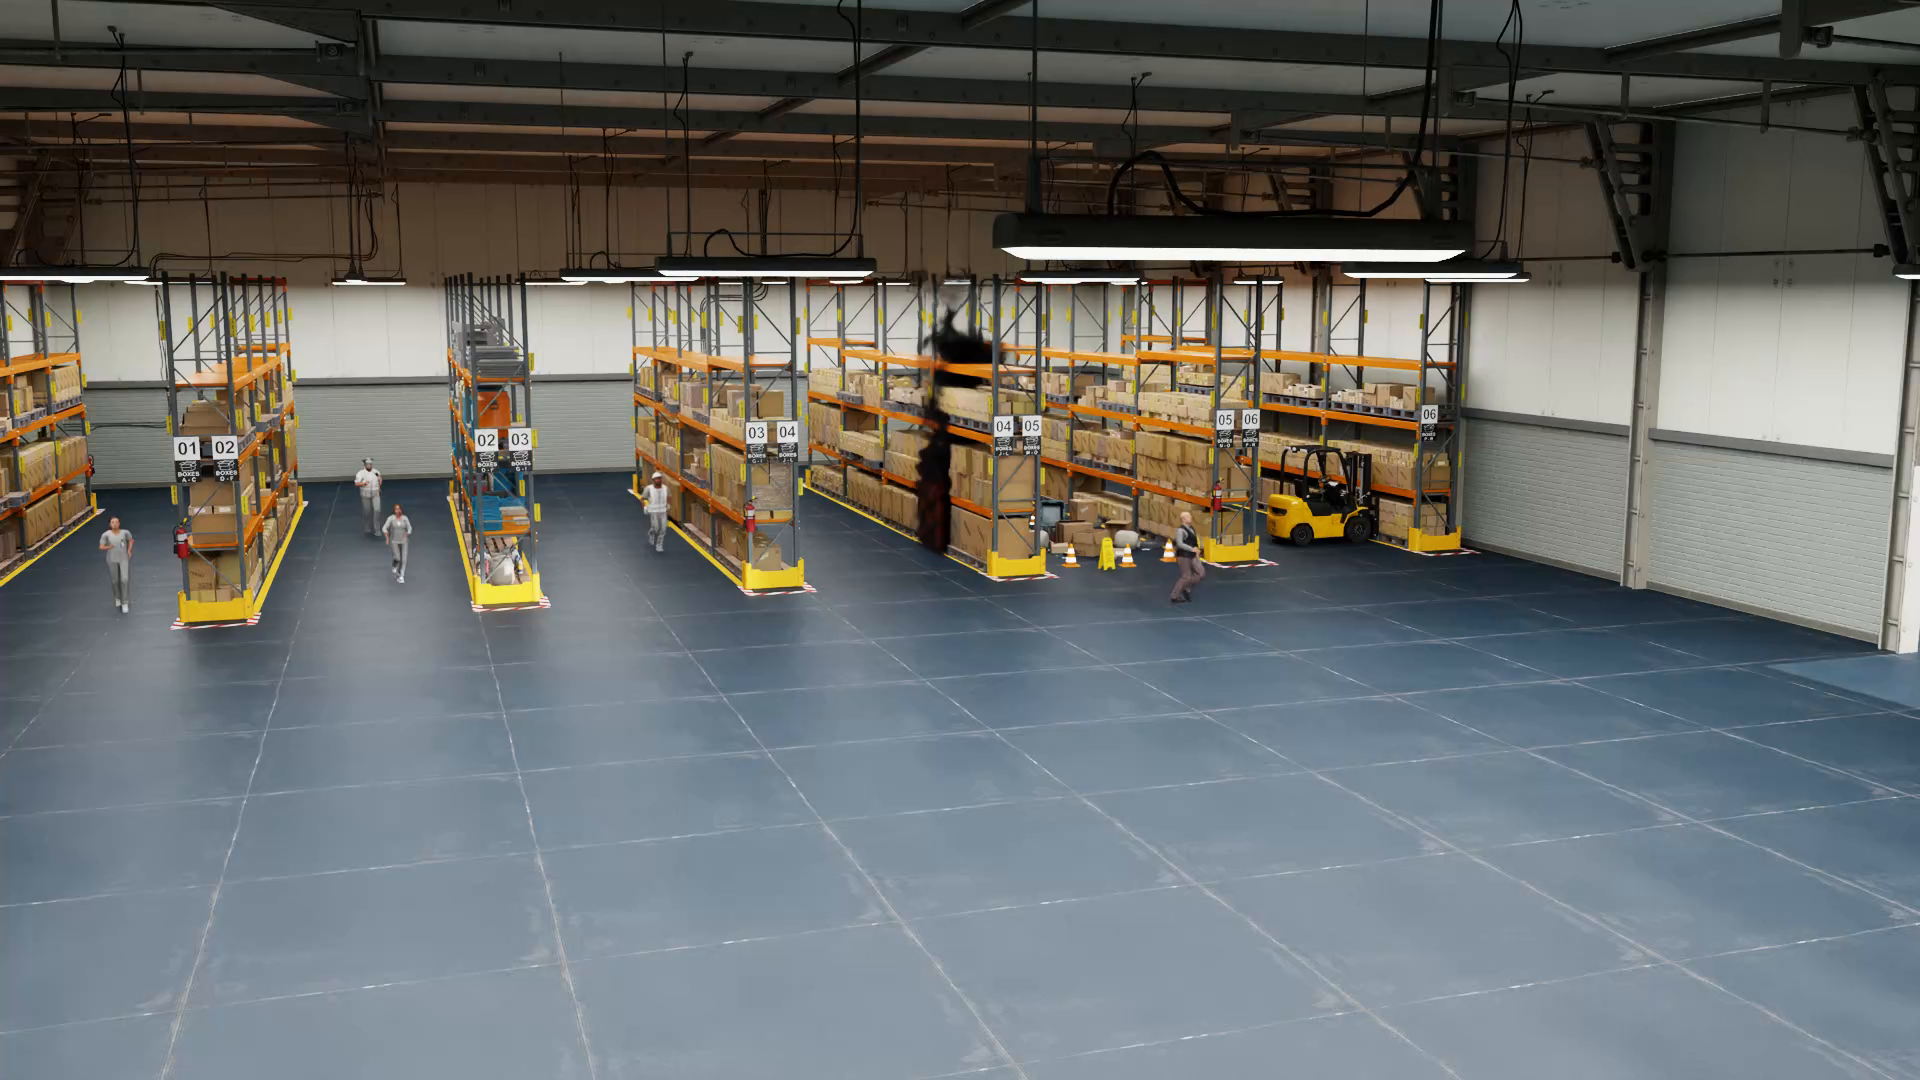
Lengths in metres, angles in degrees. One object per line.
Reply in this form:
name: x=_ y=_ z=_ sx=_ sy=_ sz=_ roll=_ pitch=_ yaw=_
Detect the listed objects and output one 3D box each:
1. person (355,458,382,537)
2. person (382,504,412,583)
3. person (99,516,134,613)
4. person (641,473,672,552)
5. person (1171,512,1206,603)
person: x=-13.786 y=-1.016 z=38.858 sx=0.647 sy=1.821 sz=0.823 roll=-5 pitch=10 yaw=-29
person: x=-10.962 y=0.070 z=32.491 sx=0.534 sy=1.556 sz=0.537 roll=-5 pitch=10 yaw=-28
person: x=-15.025 y=0.404 z=29.666 sx=0.559 sy=1.682 sz=0.872 roll=-4 pitch=10 yaw=-27
person: x=-6.611 y=-0.613 z=36.404 sx=0.686 sy=1.733 sz=0.599 roll=-4 pitch=10 yaw=-26
person: x=4.163 y=0.314 z=30.372 sx=0.618 sy=1.683 sz=0.662 roll=5 pitch=10 yaw=32
